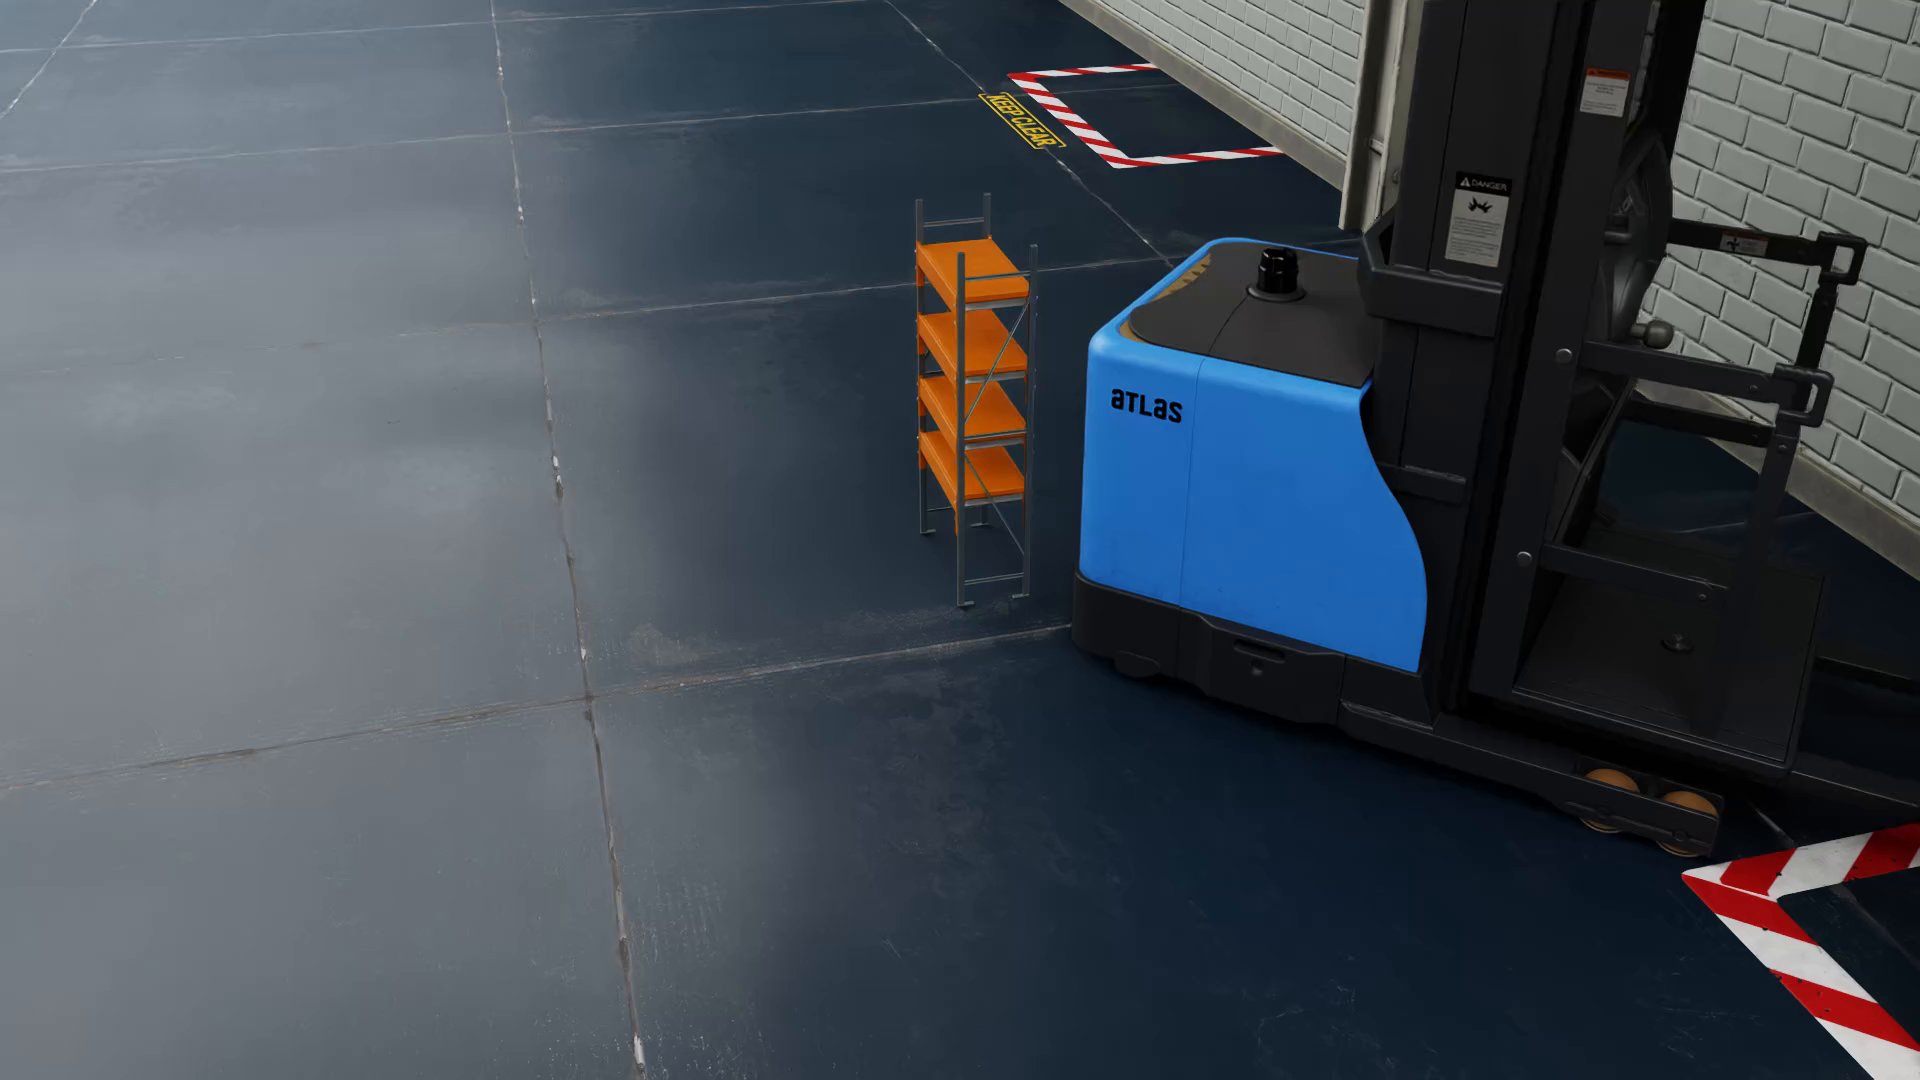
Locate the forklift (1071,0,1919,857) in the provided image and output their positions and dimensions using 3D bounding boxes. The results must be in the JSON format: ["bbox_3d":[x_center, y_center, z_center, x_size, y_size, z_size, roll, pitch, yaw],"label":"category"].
[{"bbox_3d":[1.881,-0.750,4.120,3.031,2.935,1.130,16,34,25],"label":"forklift"}]

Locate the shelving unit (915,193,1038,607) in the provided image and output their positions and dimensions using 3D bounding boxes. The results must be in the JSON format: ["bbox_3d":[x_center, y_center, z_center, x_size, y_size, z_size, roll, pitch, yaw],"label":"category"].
[{"bbox_3d":[0.044,-0.439,5.311,0.258,1.200,0.503,-8,31,-13],"label":"shelving unit"}]

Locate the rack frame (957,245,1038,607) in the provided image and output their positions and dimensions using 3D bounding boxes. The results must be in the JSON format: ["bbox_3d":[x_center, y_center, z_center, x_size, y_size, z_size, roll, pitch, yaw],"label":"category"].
[{"bbox_3d":[0.109,-0.321,5.108,0.240,1.200,0.015,-8,31,-13],"label":"rack frame"}]

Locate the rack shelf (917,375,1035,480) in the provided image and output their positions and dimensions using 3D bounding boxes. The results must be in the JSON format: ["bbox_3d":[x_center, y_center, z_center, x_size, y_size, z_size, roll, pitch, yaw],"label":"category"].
[{"bbox_3d":[0.044,-0.381,5.345,0.258,0.148,0.480,-8,31,-13],"label":"rack shelf"}]

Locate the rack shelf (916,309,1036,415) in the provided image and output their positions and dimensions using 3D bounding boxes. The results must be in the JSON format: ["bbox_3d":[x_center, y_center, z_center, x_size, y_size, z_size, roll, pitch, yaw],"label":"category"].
[{"bbox_3d":[0.044,-0.575,5.233,0.258,0.148,0.480,-8,31,-13],"label":"rack shelf"}]

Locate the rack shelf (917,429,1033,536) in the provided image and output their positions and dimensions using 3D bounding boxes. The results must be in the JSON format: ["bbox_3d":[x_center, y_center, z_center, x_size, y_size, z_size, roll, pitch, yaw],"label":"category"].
[{"bbox_3d":[0.044,-0.209,5.444,0.258,0.148,0.480,-8,31,-13],"label":"rack shelf"}]

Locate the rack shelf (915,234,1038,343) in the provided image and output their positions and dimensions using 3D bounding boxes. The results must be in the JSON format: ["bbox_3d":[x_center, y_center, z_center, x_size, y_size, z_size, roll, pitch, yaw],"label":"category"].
[{"bbox_3d":[0.044,-0.779,5.114,0.258,0.148,0.480,-8,31,-13],"label":"rack shelf"}]

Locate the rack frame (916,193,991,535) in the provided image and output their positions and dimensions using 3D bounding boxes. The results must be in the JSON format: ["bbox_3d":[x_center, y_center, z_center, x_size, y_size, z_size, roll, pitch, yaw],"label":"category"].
[{"bbox_3d":[-0.021,-0.557,5.515,0.240,1.200,0.015,-8,31,-13],"label":"rack frame"}]

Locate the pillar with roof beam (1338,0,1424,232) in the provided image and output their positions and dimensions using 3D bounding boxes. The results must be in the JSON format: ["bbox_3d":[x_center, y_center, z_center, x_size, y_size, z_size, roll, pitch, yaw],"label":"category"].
[{"bbox_3d":[-2.011,-4.856,5.157,9.100,9.000,0.400,-8,31,-13],"label":"pillar with roof beam"}]
